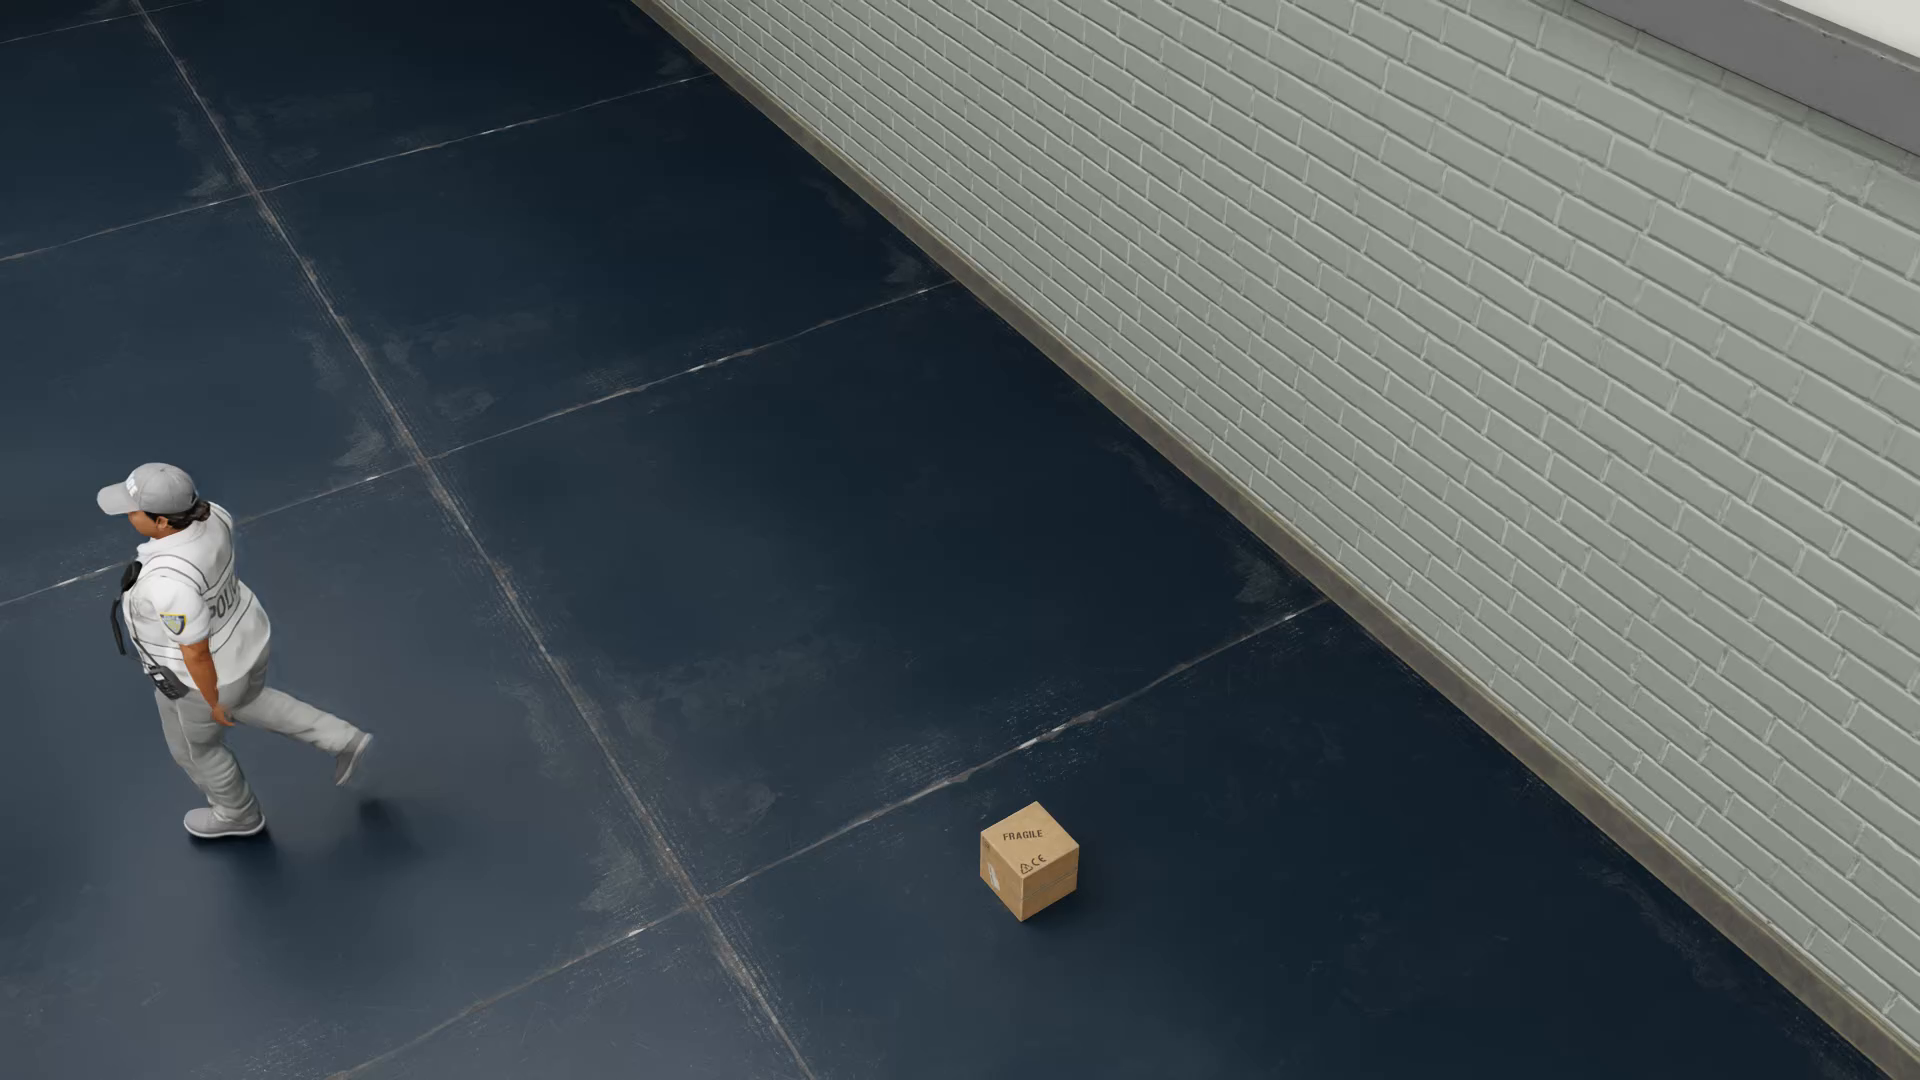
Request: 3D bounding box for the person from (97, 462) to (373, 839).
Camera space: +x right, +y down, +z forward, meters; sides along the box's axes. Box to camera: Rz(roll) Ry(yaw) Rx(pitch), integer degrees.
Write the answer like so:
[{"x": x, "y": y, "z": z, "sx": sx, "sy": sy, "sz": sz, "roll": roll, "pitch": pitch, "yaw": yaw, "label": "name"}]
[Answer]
[{"x": -2.517, "y": 0.401, "z": 5.674, "sx": 0.699, "sy": 1.639, "sz": 0.479, "roll": 3, "pitch": 41, "yaw": 3, "label": "person"}]
